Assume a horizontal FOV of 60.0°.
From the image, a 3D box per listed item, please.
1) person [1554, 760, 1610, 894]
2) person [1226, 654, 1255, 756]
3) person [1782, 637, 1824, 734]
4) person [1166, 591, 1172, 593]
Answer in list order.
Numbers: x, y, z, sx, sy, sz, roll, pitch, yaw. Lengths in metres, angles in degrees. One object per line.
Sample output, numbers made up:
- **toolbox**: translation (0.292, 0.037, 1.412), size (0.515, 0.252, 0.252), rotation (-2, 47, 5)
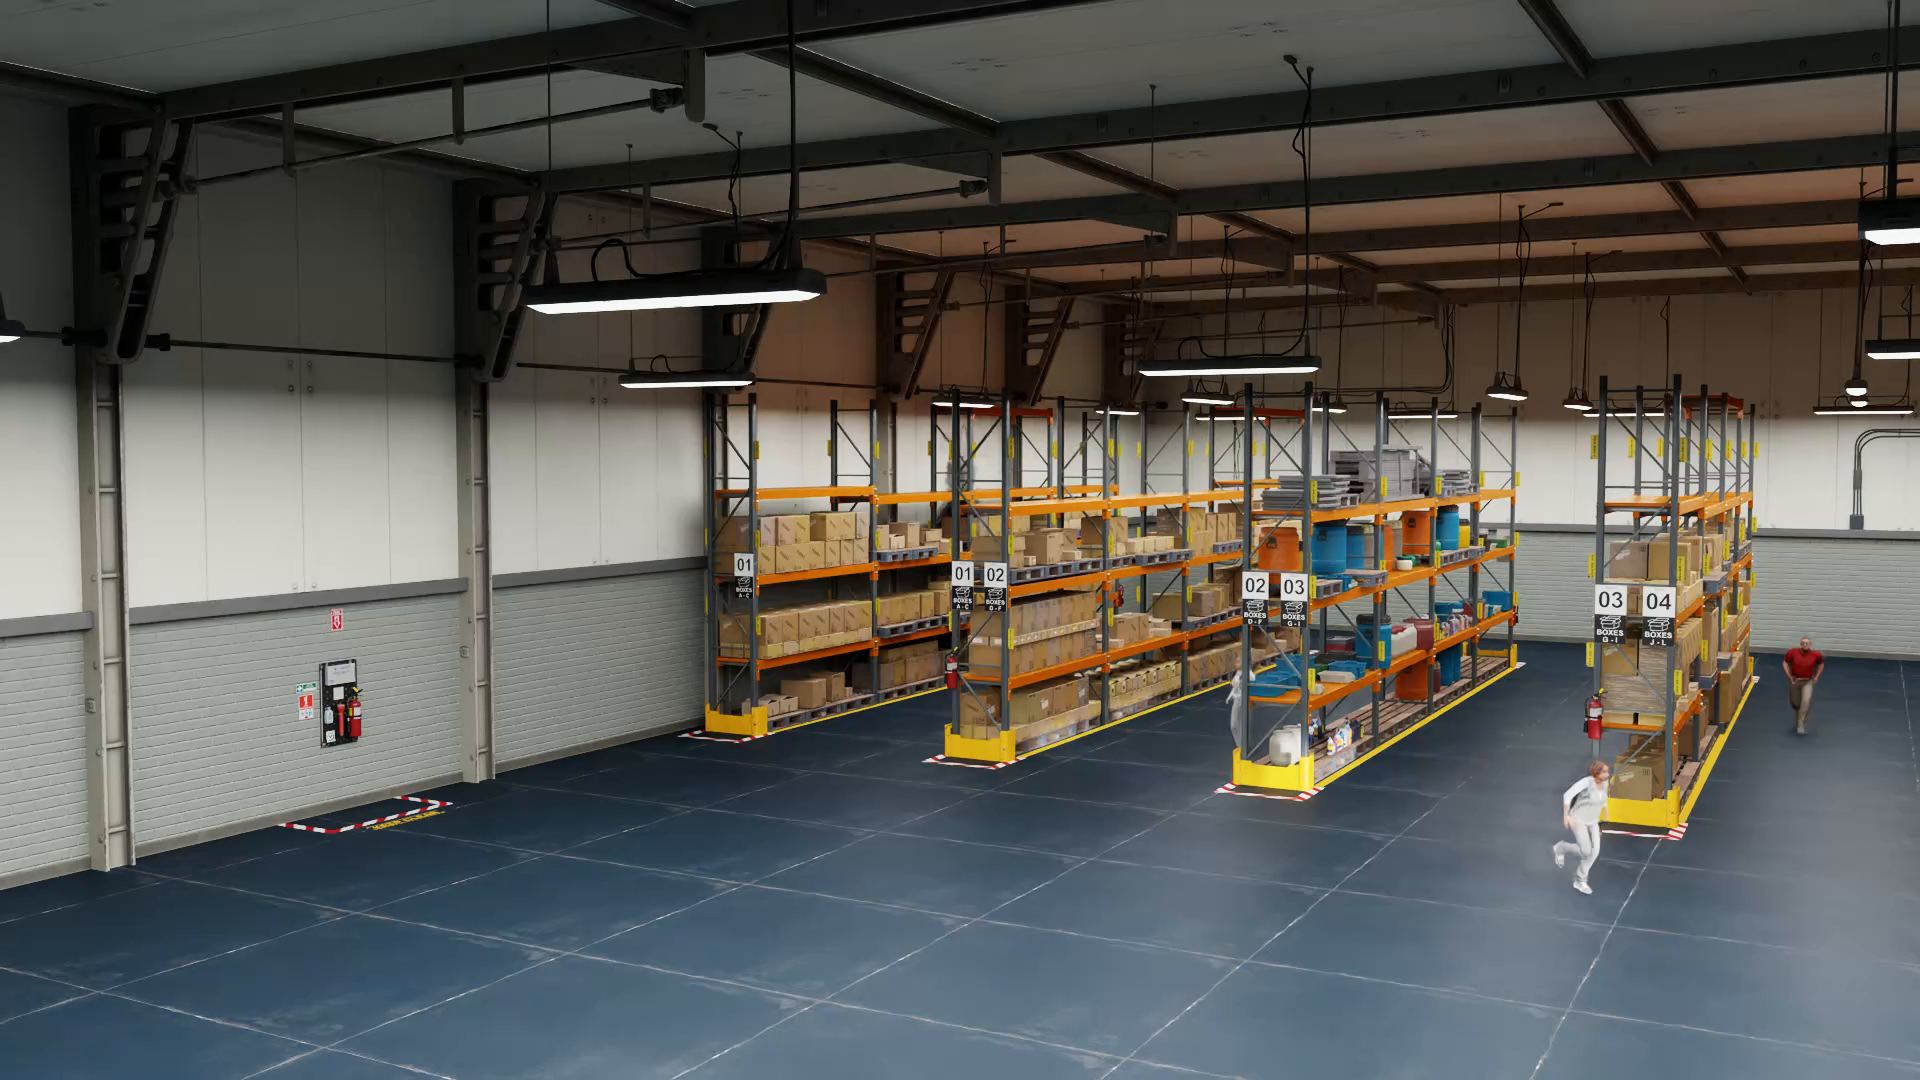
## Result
- **person**: translation (7.095, 3.234, 18.976), size (0.533, 1.538, 0.721), rotation (-2, 4, -30)
- **person**: translation (4.635, 2.717, 27.466), size (0.564, 1.680, 0.731), rotation (-3, 4, -39)
- **person**: translation (15.056, 2.575, 29.704), size (0.663, 1.730, 0.993), rotation (2, 4, 29)
- **person**: translation (5.007, 2.022, 39.426), size (0.645, 1.654, 0.904), rotation (2, 4, 29)
